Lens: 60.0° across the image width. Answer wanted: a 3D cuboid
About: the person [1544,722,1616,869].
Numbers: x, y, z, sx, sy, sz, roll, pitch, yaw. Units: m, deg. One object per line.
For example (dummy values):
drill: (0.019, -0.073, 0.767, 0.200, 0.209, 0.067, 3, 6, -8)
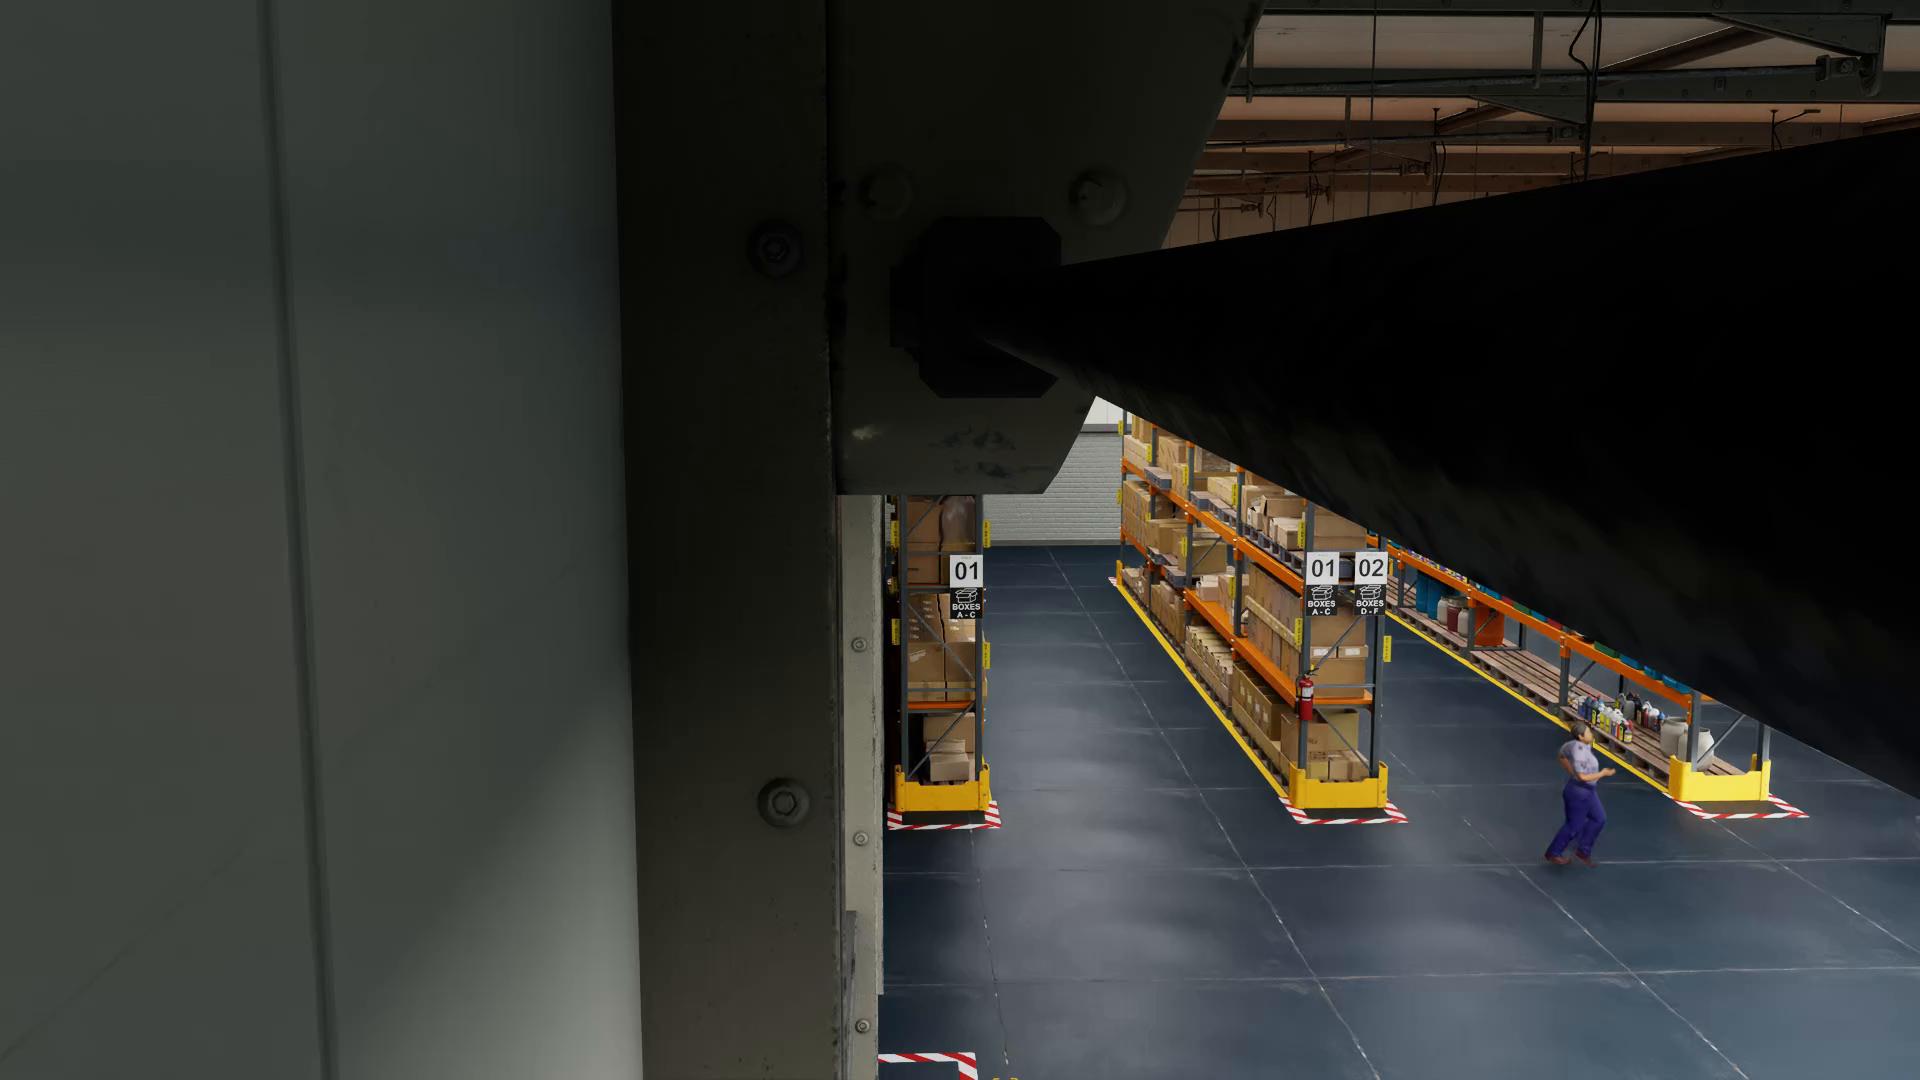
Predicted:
person: (6.850, 2.840, 18.355, 0.687, 1.693, 0.583, 3, 9, 22)
